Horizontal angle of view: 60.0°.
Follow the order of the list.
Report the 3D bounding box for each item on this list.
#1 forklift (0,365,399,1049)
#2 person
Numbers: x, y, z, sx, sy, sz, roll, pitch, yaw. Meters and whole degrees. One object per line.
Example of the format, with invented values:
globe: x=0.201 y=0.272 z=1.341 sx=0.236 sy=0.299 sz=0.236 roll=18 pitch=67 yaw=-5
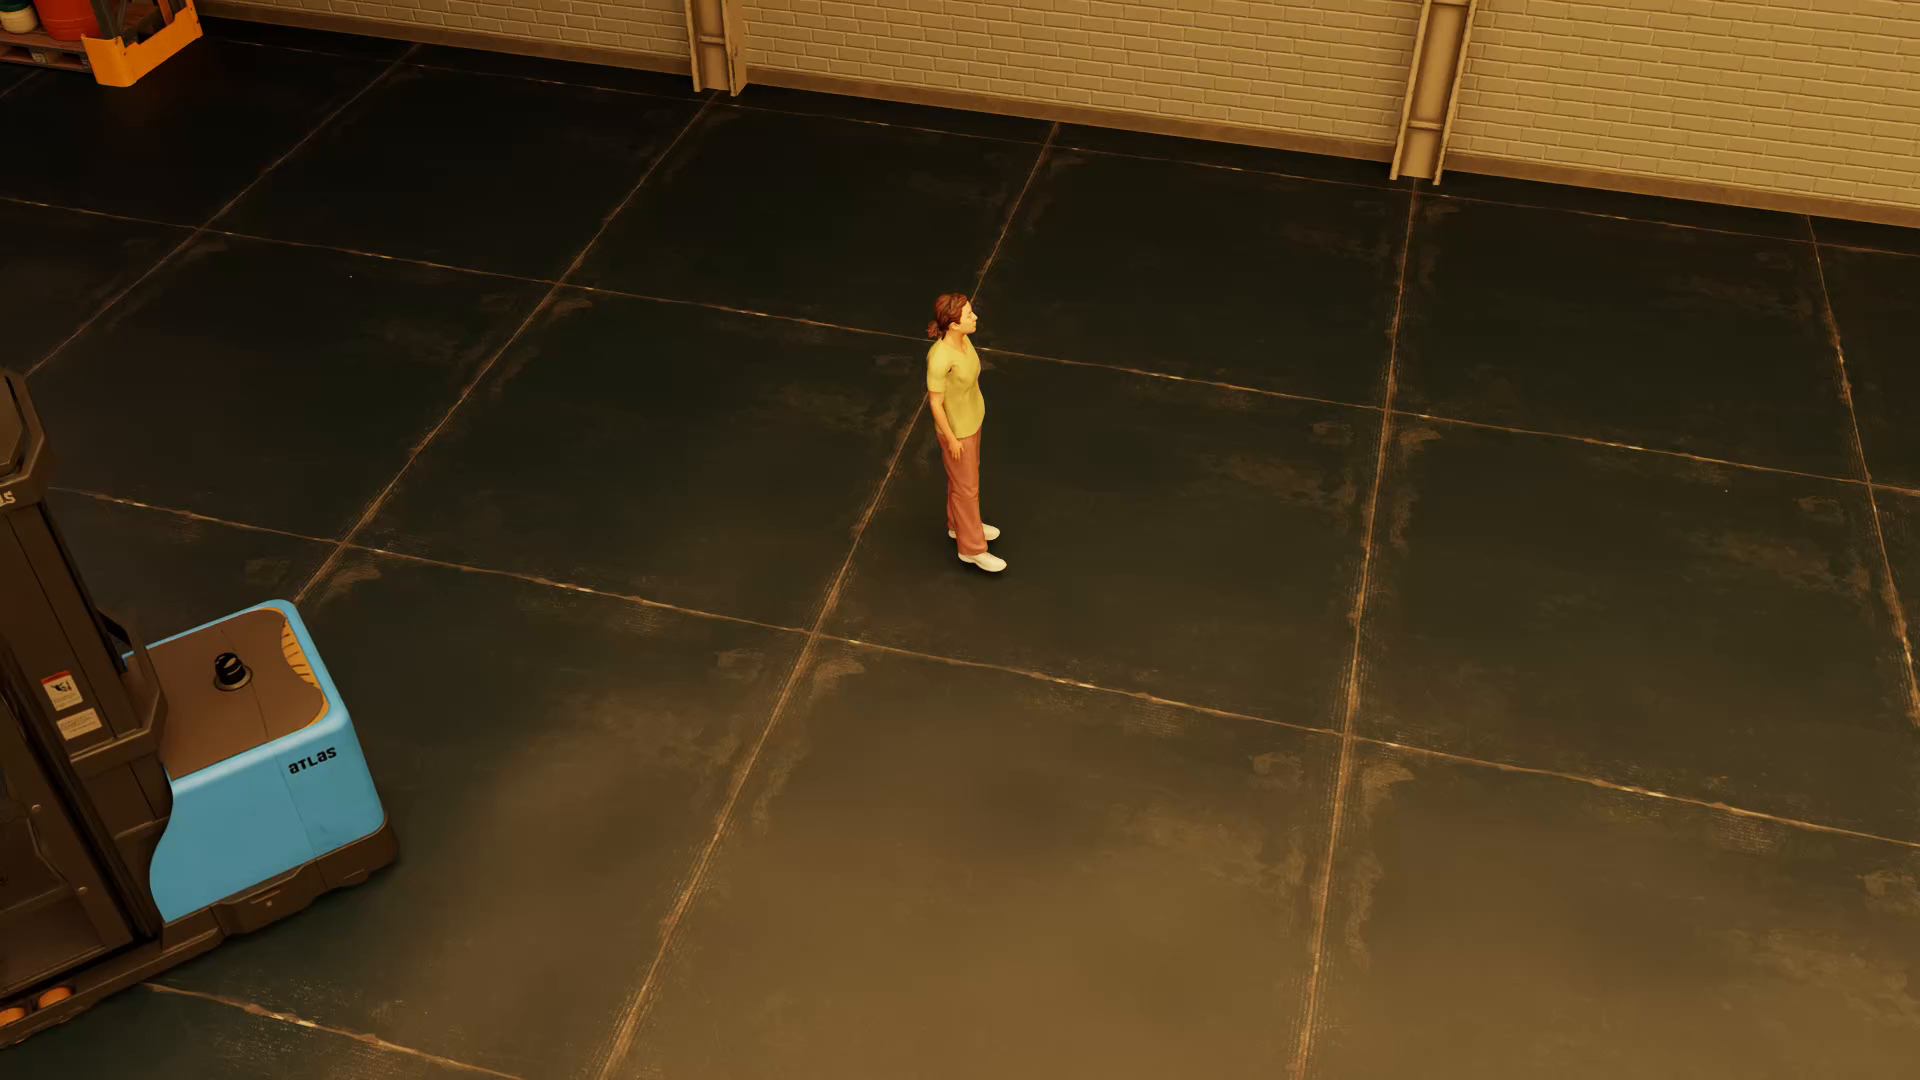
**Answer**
forklift: x=-4.293 y=0.767 z=6.987 sx=3.031 sy=2.935 sz=1.130 roll=-23 pitch=46 yaw=-24
person: x=0.068 y=-0.646 z=9.479 sx=0.548 sy=1.675 sz=0.552 roll=10 pitch=42 yaw=11
